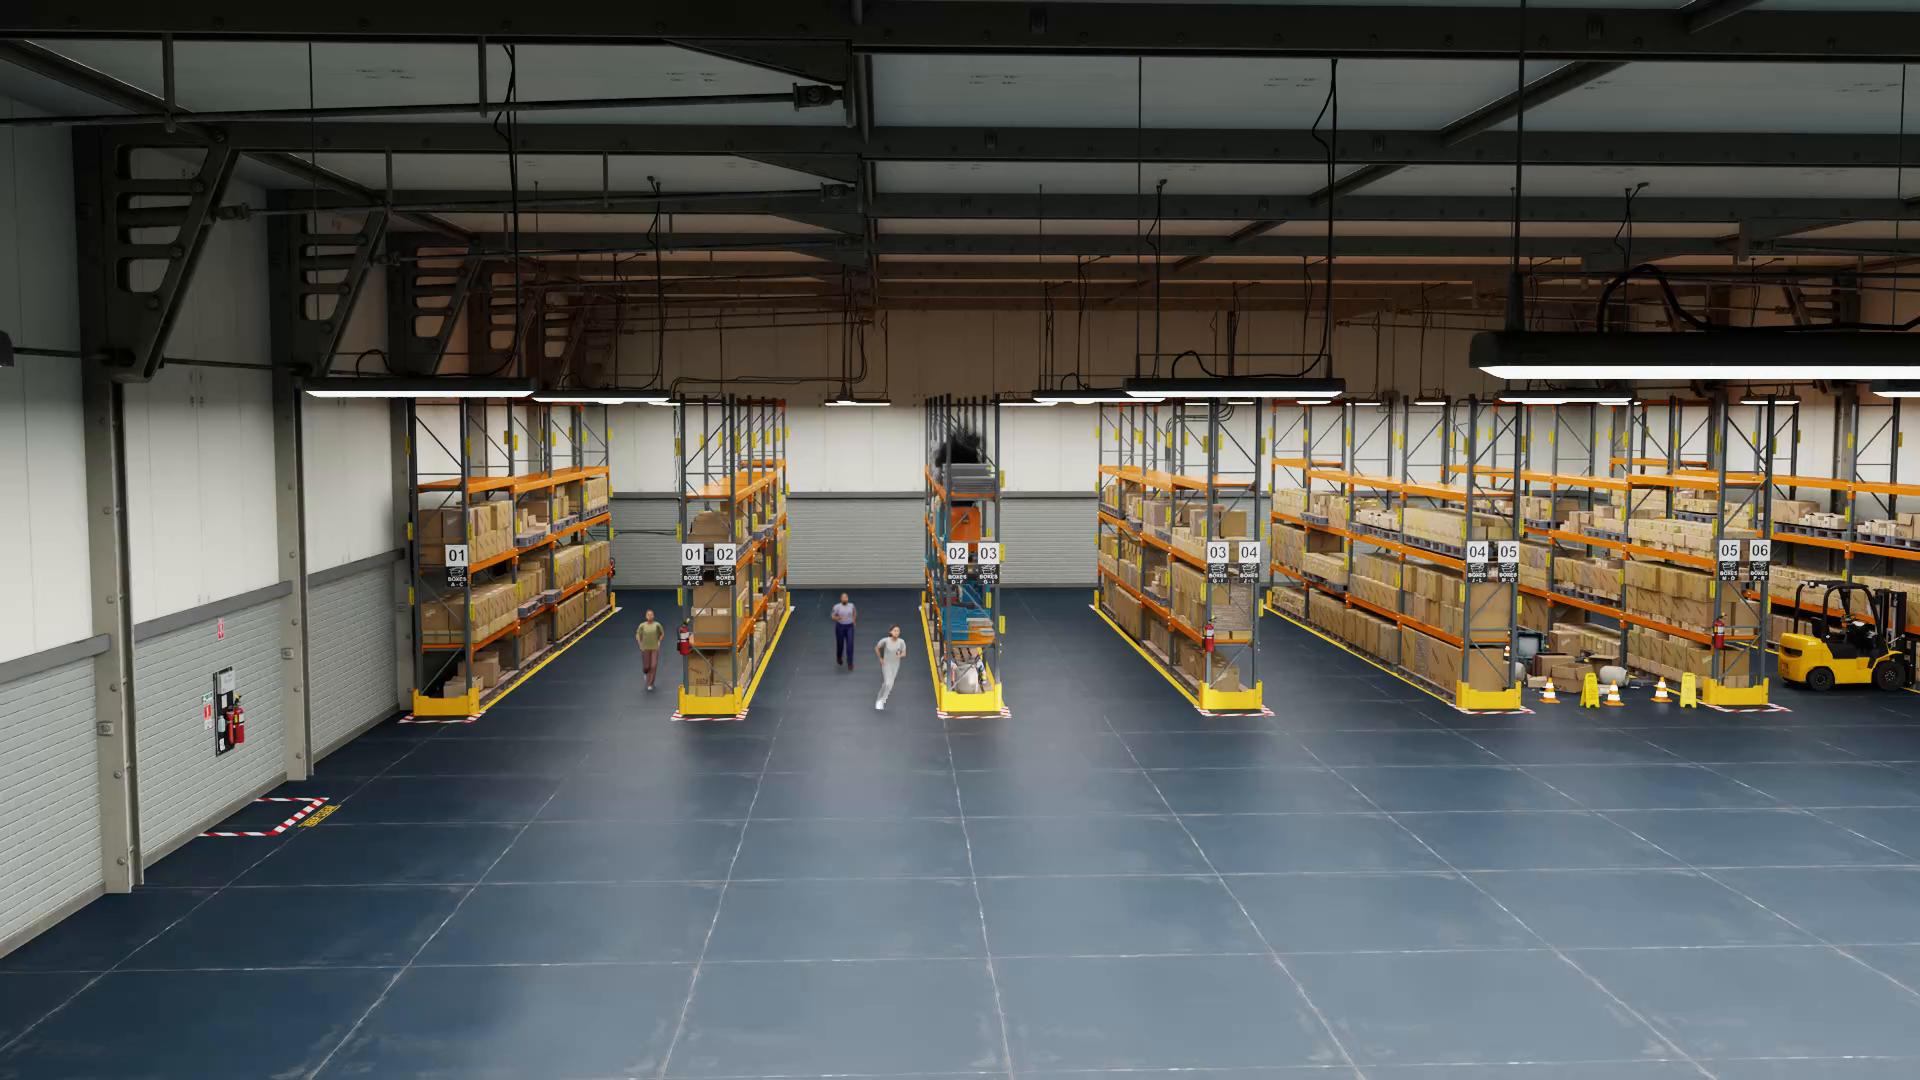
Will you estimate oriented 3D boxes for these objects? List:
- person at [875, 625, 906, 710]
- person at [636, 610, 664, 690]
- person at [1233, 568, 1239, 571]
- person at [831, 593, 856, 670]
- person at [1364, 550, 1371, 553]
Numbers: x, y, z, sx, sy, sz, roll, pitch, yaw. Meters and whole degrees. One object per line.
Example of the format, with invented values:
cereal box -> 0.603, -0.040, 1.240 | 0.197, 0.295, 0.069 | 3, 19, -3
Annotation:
person -> -1.322, 2.412, 31.635 | 0.600, 1.617, 0.625 | -2, 5, -21
person -> -6.326, 2.227, 33.990 | 0.579, 1.628, 0.677 | -1, 5, -14
person -> 7.760, 1.255, 46.253 | 0.575, 1.683, 0.766 | 0, 5, 2
person -> -2.541, 1.978, 36.602 | 0.602, 1.645, 0.913 | -1, 5, -13
person -> 11.326, 1.192, 46.285 | 0.641, 1.834, 0.727 | -1, 5, -16
